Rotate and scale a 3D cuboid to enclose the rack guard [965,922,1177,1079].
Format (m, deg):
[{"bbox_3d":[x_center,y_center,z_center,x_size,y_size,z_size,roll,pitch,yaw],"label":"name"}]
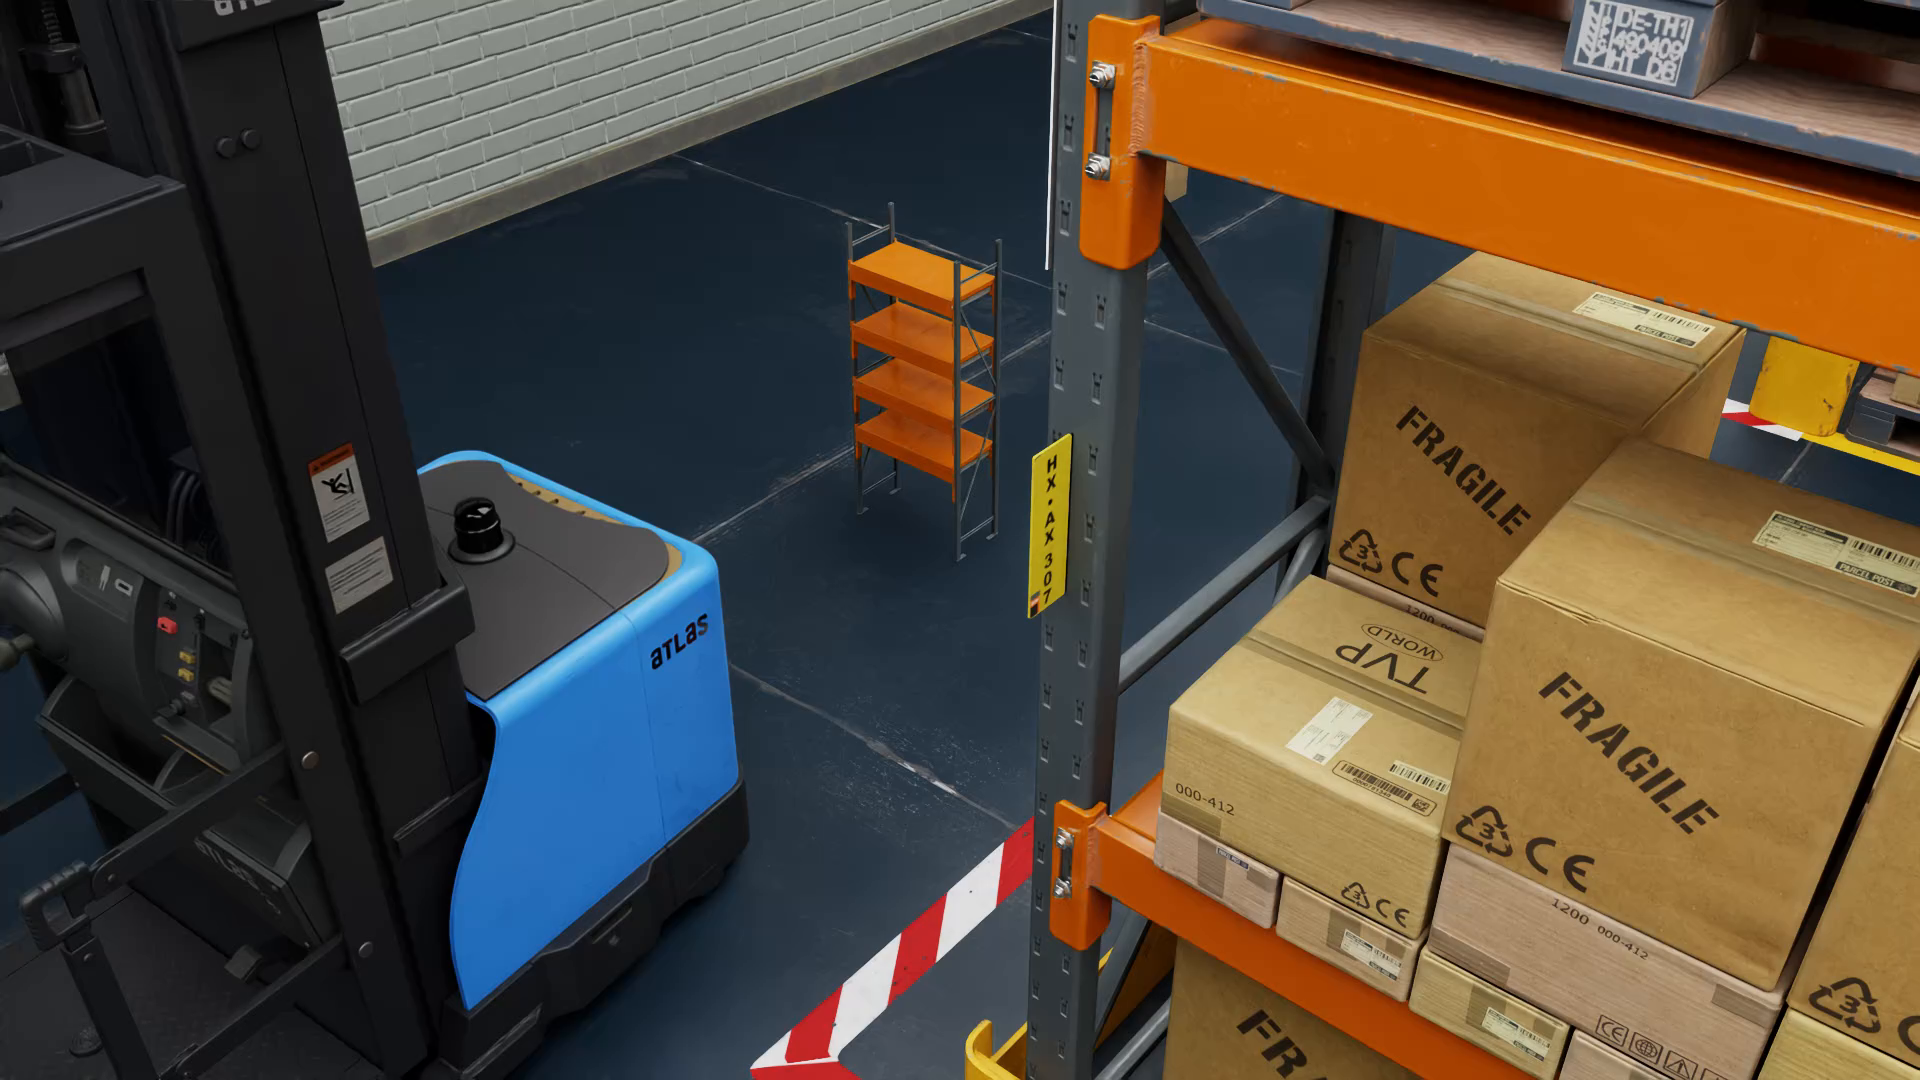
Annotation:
[{"bbox_3d":[0.491,1.152,4.130,0.348,0.500,1.175,25,42,32],"label":"rack guard"}]

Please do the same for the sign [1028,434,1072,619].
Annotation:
[{"bbox_3d":[0.150,-0.020,2.794,0.005,0.325,0.100,25,42,32],"label":"sign"}]

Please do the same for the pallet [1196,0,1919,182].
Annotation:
[{"bbox_3d":[1.087,-0.805,2.201,1.213,0.211,1.003,25,42,32],"label":"pallet"}]

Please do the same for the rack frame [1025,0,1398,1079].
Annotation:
[{"bbox_3d":[0.510,0.131,3.410,0.127,3.000,1.000,25,42,32],"label":"rack frame"}]

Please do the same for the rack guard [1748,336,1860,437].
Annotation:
[{"bbox_3d":[3.819,-0.933,7.167,0.348,0.500,1.175,25,42,32],"label":"rack guard"}]

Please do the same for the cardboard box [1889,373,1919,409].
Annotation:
[{"bbox_3d":[3.959,-0.660,6.708,0.250,0.149,0.380,26,42,33],"label":"cardboard box"}]

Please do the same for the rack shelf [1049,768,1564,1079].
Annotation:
[{"bbox_3d":[2.047,1.152,2.559,4.000,0.370,1.077,25,42,32],"label":"rack shelf"}]

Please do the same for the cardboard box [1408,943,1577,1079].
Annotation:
[{"bbox_3d":[0.966,0.691,2.816,0.250,0.149,0.380,24,41,31],"label":"cardboard box"}]

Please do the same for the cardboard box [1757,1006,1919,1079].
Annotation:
[{"bbox_3d":[1.493,0.730,2.407,0.500,0.250,0.500,24,41,30],"label":"cardboard box"}]

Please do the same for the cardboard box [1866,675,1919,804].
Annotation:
[{"bbox_3d":[1.441,0.314,3.013,0.500,0.250,0.500,24,41,31],"label":"cardboard box"}]

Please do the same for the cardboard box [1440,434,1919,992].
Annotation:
[{"bbox_3d":[1.090,0.233,2.468,0.500,0.500,0.500,24,41,31],"label":"cardboard box"}]

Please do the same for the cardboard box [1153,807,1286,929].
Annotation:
[{"bbox_3d":[0.571,0.506,3.085,0.250,0.149,0.380,26,42,32],"label":"cardboard box"}]

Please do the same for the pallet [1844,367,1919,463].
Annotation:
[{"bbox_3d":[4.421,-0.504,6.797,1.213,0.211,1.003,25,42,32],"label":"pallet"}]

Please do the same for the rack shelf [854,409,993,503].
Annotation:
[{"bbox_3d":[-0.127,-0.335,6.148,0.480,0.148,0.258,25,42,32],"label":"rack shelf"}]

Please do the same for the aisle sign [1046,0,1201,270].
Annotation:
[{"bbox_3d":[0.262,-0.837,2.522,0.004,0.787,0.394,25,42,32],"label":"aisle sign"}]

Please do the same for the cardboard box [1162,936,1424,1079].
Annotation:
[{"bbox_3d":[1.053,1.030,3.606,0.875,0.875,0.875,25,42,32],"label":"cardboard box"}]

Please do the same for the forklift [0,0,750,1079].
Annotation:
[{"bbox_3d":[-1.872,0.236,3.318,1.130,2.935,3.031,22,40,28],"label":"forklift"}]

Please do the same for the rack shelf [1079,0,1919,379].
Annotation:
[{"bbox_3d":[2.047,-0.085,1.710,4.000,0.370,1.077,25,42,32],"label":"rack shelf"}]

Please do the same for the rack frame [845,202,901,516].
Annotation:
[{"bbox_3d":[-0.315,-0.643,6.126,0.015,1.200,0.240,25,42,32],"label":"rack frame"}]

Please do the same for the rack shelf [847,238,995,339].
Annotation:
[{"bbox_3d":[-0.127,-0.878,5.775,0.480,0.148,0.258,25,42,32],"label":"rack shelf"}]

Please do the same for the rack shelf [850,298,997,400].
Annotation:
[{"bbox_3d":[-0.127,-0.683,5.909,0.480,0.148,0.258,25,42,32],"label":"rack shelf"}]

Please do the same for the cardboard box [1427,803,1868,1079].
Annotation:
[{"bbox_3d":[1.110,0.547,2.674,0.500,0.250,0.500,25,41,31],"label":"cardboard box"}]

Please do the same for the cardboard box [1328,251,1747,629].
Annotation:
[{"bbox_3d":[1.052,-0.177,3.066,0.500,0.500,0.500,26,42,32],"label":"cardboard box"}]

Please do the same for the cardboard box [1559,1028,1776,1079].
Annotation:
[{"bbox_3d":[1.168,0.785,2.679,0.250,0.149,0.380,25,41,31],"label":"cardboard box"}]

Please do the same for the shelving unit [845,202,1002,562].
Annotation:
[{"bbox_3d":[-0.127,-0.555,5.998,0.503,1.200,0.258,25,42,32],"label":"shelving unit"}]

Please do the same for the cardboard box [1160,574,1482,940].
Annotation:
[{"bbox_3d":[0.706,0.361,2.944,0.500,0.250,0.500,24,41,31],"label":"cardboard box"}]

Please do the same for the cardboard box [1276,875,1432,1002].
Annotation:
[{"bbox_3d":[0.769,0.599,2.951,0.250,0.149,0.380,25,41,31],"label":"cardboard box"}]

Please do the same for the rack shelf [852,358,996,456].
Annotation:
[{"bbox_3d":[-0.127,-0.499,6.036,0.480,0.148,0.258,25,42,32],"label":"rack shelf"}]

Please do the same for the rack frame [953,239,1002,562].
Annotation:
[{"bbox_3d":[0.060,-0.466,5.869,0.015,1.200,0.240,25,42,32],"label":"rack frame"}]

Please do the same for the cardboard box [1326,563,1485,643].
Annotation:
[{"bbox_3d":[1.052,0.130,3.281,0.500,0.250,0.500,25,41,31],"label":"cardboard box"}]

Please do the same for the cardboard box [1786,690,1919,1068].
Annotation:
[{"bbox_3d":[1.492,0.418,2.199,0.500,0.500,0.500,24,41,31],"label":"cardboard box"}]
